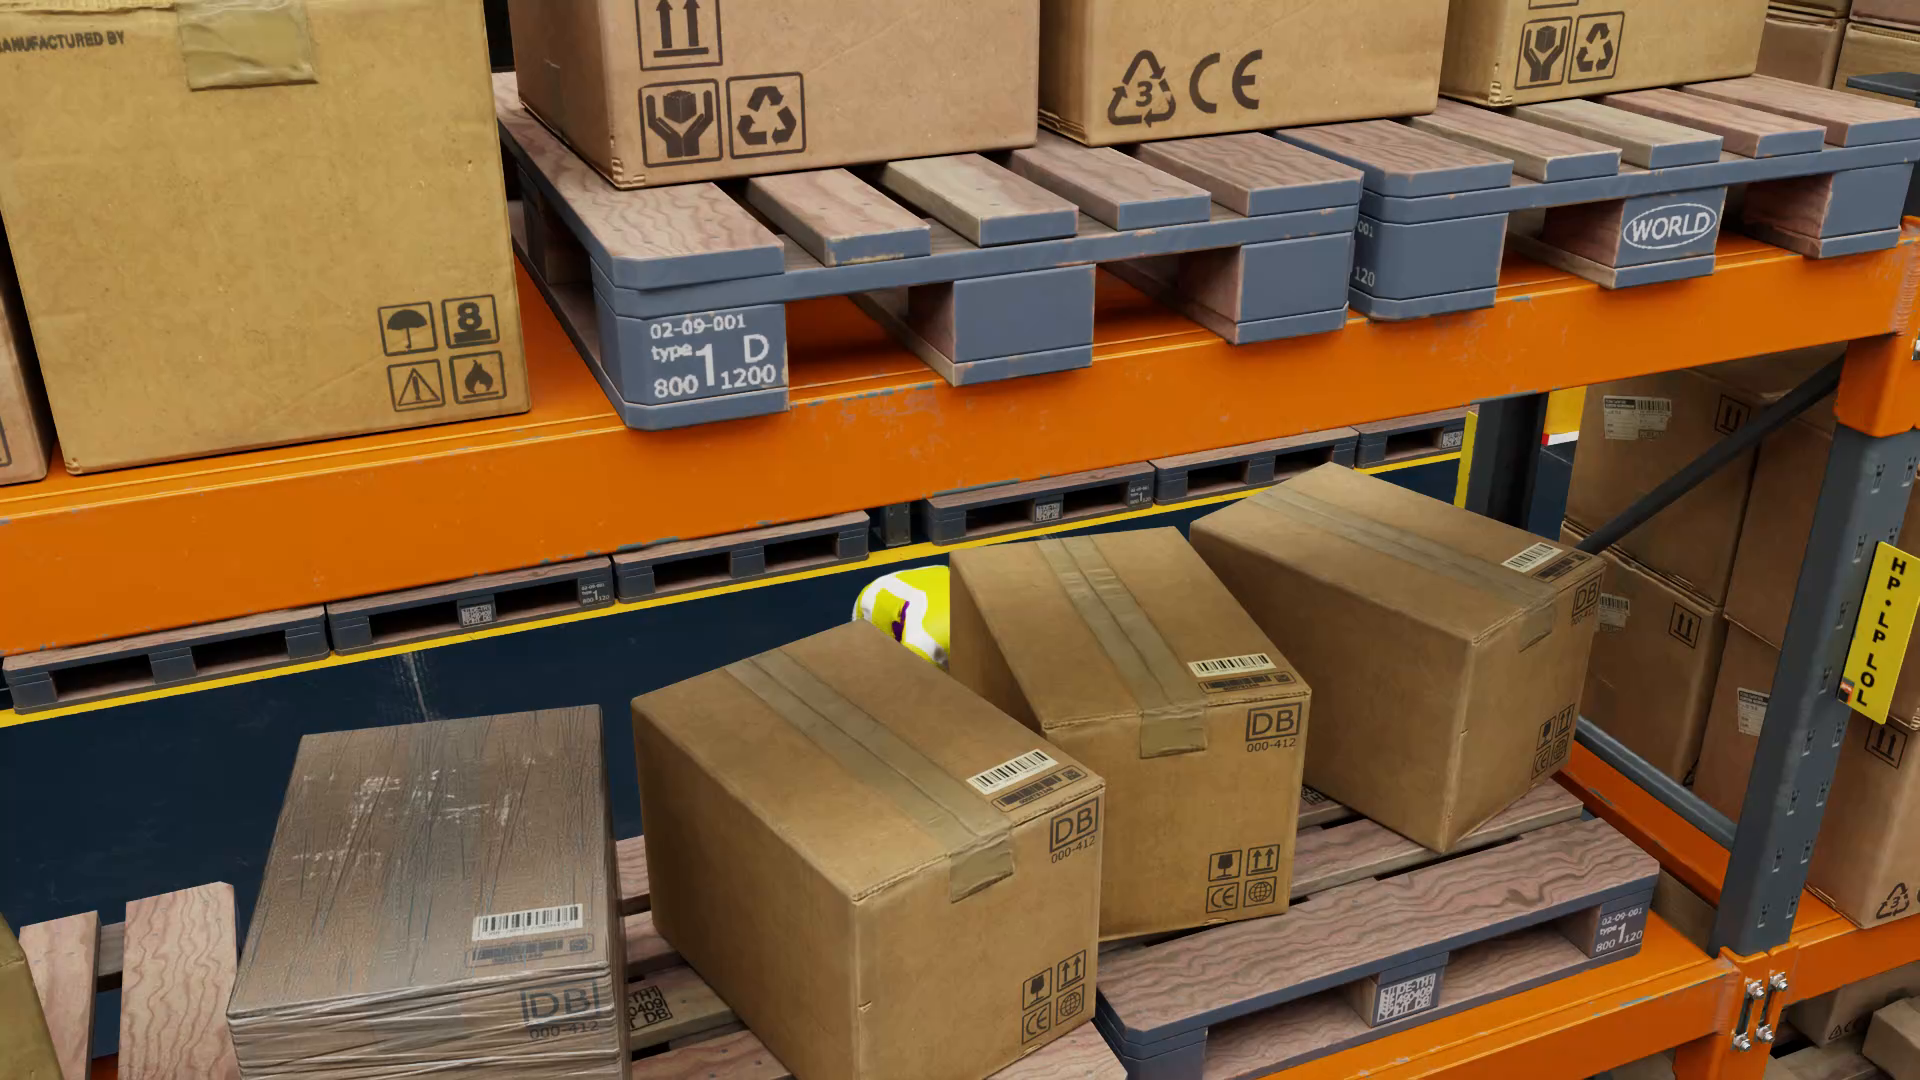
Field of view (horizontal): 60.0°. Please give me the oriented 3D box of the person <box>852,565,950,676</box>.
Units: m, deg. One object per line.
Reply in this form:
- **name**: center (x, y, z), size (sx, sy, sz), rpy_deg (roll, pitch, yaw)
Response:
- **person**: center (-0.011, 0.596, 5.682), size (0.522, 1.042, 0.965), rpy_deg (-12, 28, -23)
